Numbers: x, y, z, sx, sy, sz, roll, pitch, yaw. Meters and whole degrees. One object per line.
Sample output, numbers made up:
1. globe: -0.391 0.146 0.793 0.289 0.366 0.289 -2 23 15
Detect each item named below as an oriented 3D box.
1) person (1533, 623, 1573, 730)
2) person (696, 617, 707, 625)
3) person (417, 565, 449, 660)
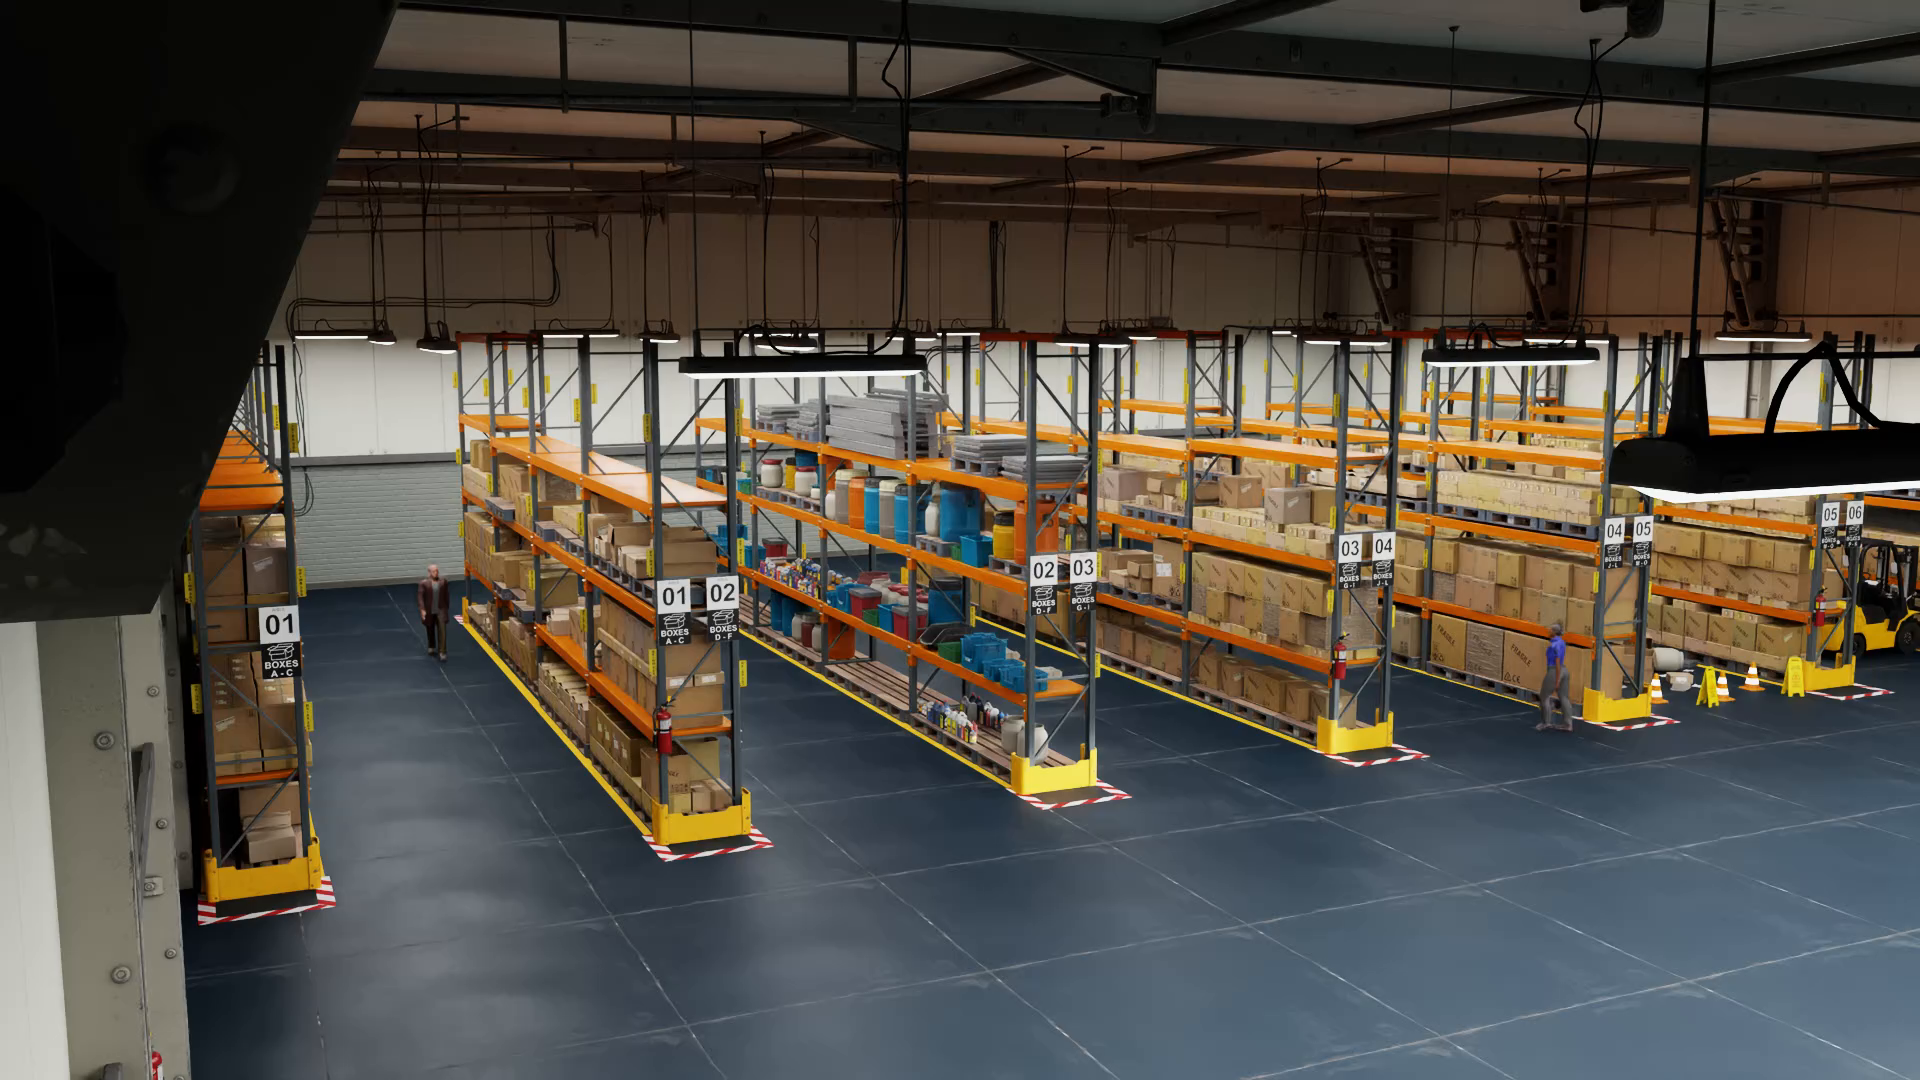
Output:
1. person: 9.159 2.120 25.463 0.451 1.703 0.581 -5 9 -34
2. person: -4.366 1.703 28.386 0.466 1.611 1.082 -4 9 -28
3. person: -9.733 1.311 30.773 0.585 1.713 1.141 -3 8 -21
